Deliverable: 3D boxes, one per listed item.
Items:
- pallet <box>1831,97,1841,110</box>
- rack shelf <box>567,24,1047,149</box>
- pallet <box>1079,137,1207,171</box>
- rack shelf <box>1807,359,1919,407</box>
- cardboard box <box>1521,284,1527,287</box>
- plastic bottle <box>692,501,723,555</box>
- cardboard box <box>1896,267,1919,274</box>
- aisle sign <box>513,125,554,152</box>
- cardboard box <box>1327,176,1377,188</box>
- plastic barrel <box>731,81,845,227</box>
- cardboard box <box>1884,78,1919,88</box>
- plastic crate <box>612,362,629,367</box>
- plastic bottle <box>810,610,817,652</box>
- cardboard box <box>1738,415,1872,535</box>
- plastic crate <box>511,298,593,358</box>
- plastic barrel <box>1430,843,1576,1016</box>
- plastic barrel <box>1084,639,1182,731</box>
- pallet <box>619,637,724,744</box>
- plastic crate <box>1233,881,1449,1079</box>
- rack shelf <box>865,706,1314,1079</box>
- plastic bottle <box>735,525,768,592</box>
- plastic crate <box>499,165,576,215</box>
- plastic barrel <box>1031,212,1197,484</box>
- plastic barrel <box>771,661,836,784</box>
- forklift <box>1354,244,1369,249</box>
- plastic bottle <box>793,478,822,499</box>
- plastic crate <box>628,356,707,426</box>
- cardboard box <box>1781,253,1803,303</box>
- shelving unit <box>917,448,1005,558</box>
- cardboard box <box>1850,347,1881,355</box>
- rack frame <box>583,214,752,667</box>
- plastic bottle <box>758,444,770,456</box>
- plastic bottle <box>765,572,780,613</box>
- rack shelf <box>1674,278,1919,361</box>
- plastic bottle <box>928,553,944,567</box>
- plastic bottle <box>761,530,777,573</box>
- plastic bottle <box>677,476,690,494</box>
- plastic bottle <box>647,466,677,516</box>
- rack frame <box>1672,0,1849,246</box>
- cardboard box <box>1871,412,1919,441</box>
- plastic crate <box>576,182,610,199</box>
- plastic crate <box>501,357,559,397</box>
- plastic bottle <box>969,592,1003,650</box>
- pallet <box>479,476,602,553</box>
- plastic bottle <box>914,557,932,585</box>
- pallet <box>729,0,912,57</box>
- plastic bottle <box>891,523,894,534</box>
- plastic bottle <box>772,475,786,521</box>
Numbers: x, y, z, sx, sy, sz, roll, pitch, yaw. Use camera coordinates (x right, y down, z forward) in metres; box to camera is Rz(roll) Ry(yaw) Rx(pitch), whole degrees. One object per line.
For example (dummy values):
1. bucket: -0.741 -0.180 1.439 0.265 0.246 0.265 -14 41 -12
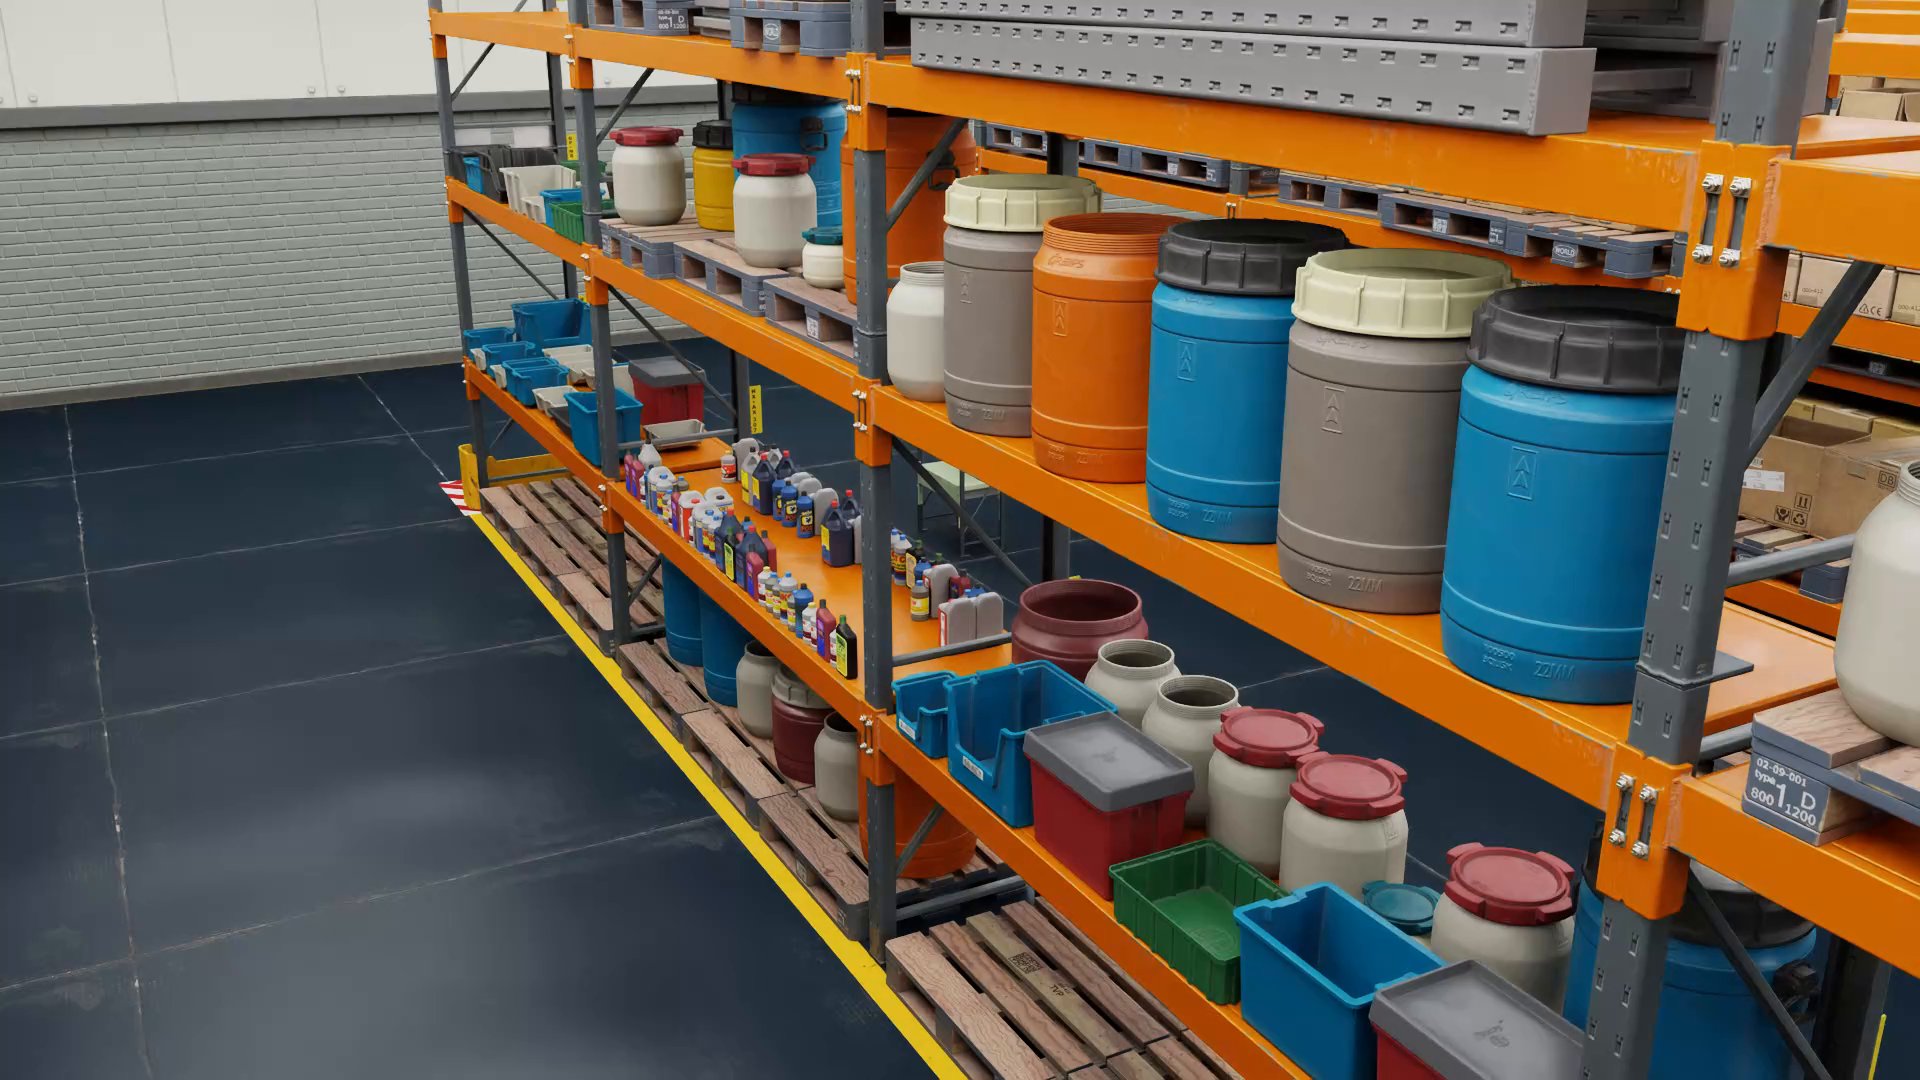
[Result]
1. pallet: 10.264 -4.920 18.828 1.003 0.211 1.213 -10 21 -27
2. rack shelf: -0.912 -2.388 8.472 1.077 0.370 4.000 -10 21 -27
3. pallet: 1.543 -3.385 14.380 1.003 0.211 1.213 -10 21 -27
4. rack shelf: 7.860 -1.248 13.751 1.077 0.370 4.000 -10 21 -27
5. cardboard box: 5.763 -2.527 16.740 0.380 0.149 0.250 -10 21 -26
6. plastic bottle: -1.427 -0.073 9.433 0.152 0.276 0.135 -10 21 -27
7. cardboard box: 4.876 -1.512 7.895 0.500 0.500 0.500 -11 22 -28
8. aisle sign: -3.537 -3.099 14.027 0.394 0.787 0.004 -10 21 -27
9. cardboard box: 2.939 -2.668 11.659 0.500 0.311 0.500 -11 22 -29
10. plastic barrel: -0.916 -2.043 8.942 0.600 0.901 0.708 -10 21 -27
11. cardboard box: 10.550 -5.052 18.121 0.797 0.503 0.637 -8 21 -22
12. plastic crate: -2.560 -1.203 12.684 0.416 0.233 0.300 -10 21 -27
13. plastic bottle: -0.678 0.435 8.078 0.097 0.201 0.097 0 19 0
14. cardboard box: 4.689 -0.371 9.312 0.500 0.500 0.500 -13 23 -33
15. plastic crate: -3.437 -1.782 14.050 0.616 0.435 0.499 -10 21 -27
16. plastic barrel: 1.676 1.268 5.149 0.433 0.535 0.433 0 19 0
17. plastic barrel: 0.715 0.702 6.826 0.421 0.512 0.421 0 19 0
18. pallet: -1.532 0.891 10.726 1.003 0.211 1.213 -10 21 -27
19. plastic crate: 1.140 1.380 5.058 0.392 0.384 0.575 -10 21 -27
20. rack shelf: 0.988 1.407 6.058 1.077 0.370 4.000 -10 21 -27
21. plastic bottle: -1.111 0.086 8.860 0.144 0.351 0.185 -10 21 -27
22. plastic crate: -2.980 -2.482 11.808 0.437 0.282 0.530 -10 21 -27
23. plastic barrel: 0.548 -0.671 5.720 0.600 0.830 0.708 -10 21 -27
24. plastic barrel: -0.745 0.972 9.268 0.600 0.588 0.708 -10 21 -27
25. forklift: 4.179 -2.383 16.045 3.031 2.935 1.130 1 19 3
26. plastic bottle: -0.913 -0.245 9.934 0.152 0.276 0.135 -10 21 -27
27. plastic crate: -2.065 -1.009 11.767 0.402 0.464 0.583 -10 21 -27
28. cardboard box: 4.396 -1.447 8.858 0.500 0.250 0.500 -10 21 -26
29. shelving unit: 0.003 -0.707 13.381 0.431 1.500 0.755 -10 21 -27
30. cardboard box: 7.435 -1.610 13.441 0.380 0.149 0.250 -11 22 -29
31. rack frame: -1.861 -0.655 10.932 1.000 3.000 0.127 -10 21 -27
32. plastic bottle: -1.240 -0.478 10.597 0.061 0.283 0.133 -10 21 -27
33. plastic bottle: -0.955 0.267 8.564 0.097 0.201 0.097 0 19 0
34. rack shelf: 5.347 -0.778 7.792 1.077 0.370 4.000 -10 21 -27
35. plastic bottle: -0.126 0.195 8.646 0.061 0.283 0.133 -10 21 -27
36. plastic bottle: -1.033 0.094 8.938 0.061 0.283 0.133 -10 21 -27
37. plastic bottle: -1.702 -0.289 10.176 0.097 0.201 0.097 0 19 0
38. plastic bottle: -1.803 -0.300 10.092 0.152 0.276 0.135 -10 21 -27
39. rack frame: 4.397 -3.110 8.849 1.000 3.000 0.127 -10 21 -27
40. cardboard box: 7.778 -0.832 13.484 0.500 0.250 0.500 -9 21 -25
41. plastic crate: -2.561 -2.542 12.206 0.437 0.136 0.530 -10 21 -27
42. plastic crate: -3.308 -1.253 12.829 0.416 0.233 0.300 -10 21 -27
43. plastic bottle: 0.117 0.377 8.130 0.152 0.276 0.135 -10 21 -27
44. pallet: -3.403 -0.243 14.011 1.003 0.211 1.213 -10 21 -27
45. plastic bottle: -0.187 0.218 8.597 0.097 0.271 0.097 0 19 0
46. pallet: -0.277 -2.277 7.336 1.213 0.211 1.003 -10 21 -27
47. plastic bottle: -0.391 0.035 9.110 0.061 0.283 0.133 -10 21 -27
48. plastic bottle: -1.078 -0.257 9.976 0.097 0.271 0.097 0 19 0
